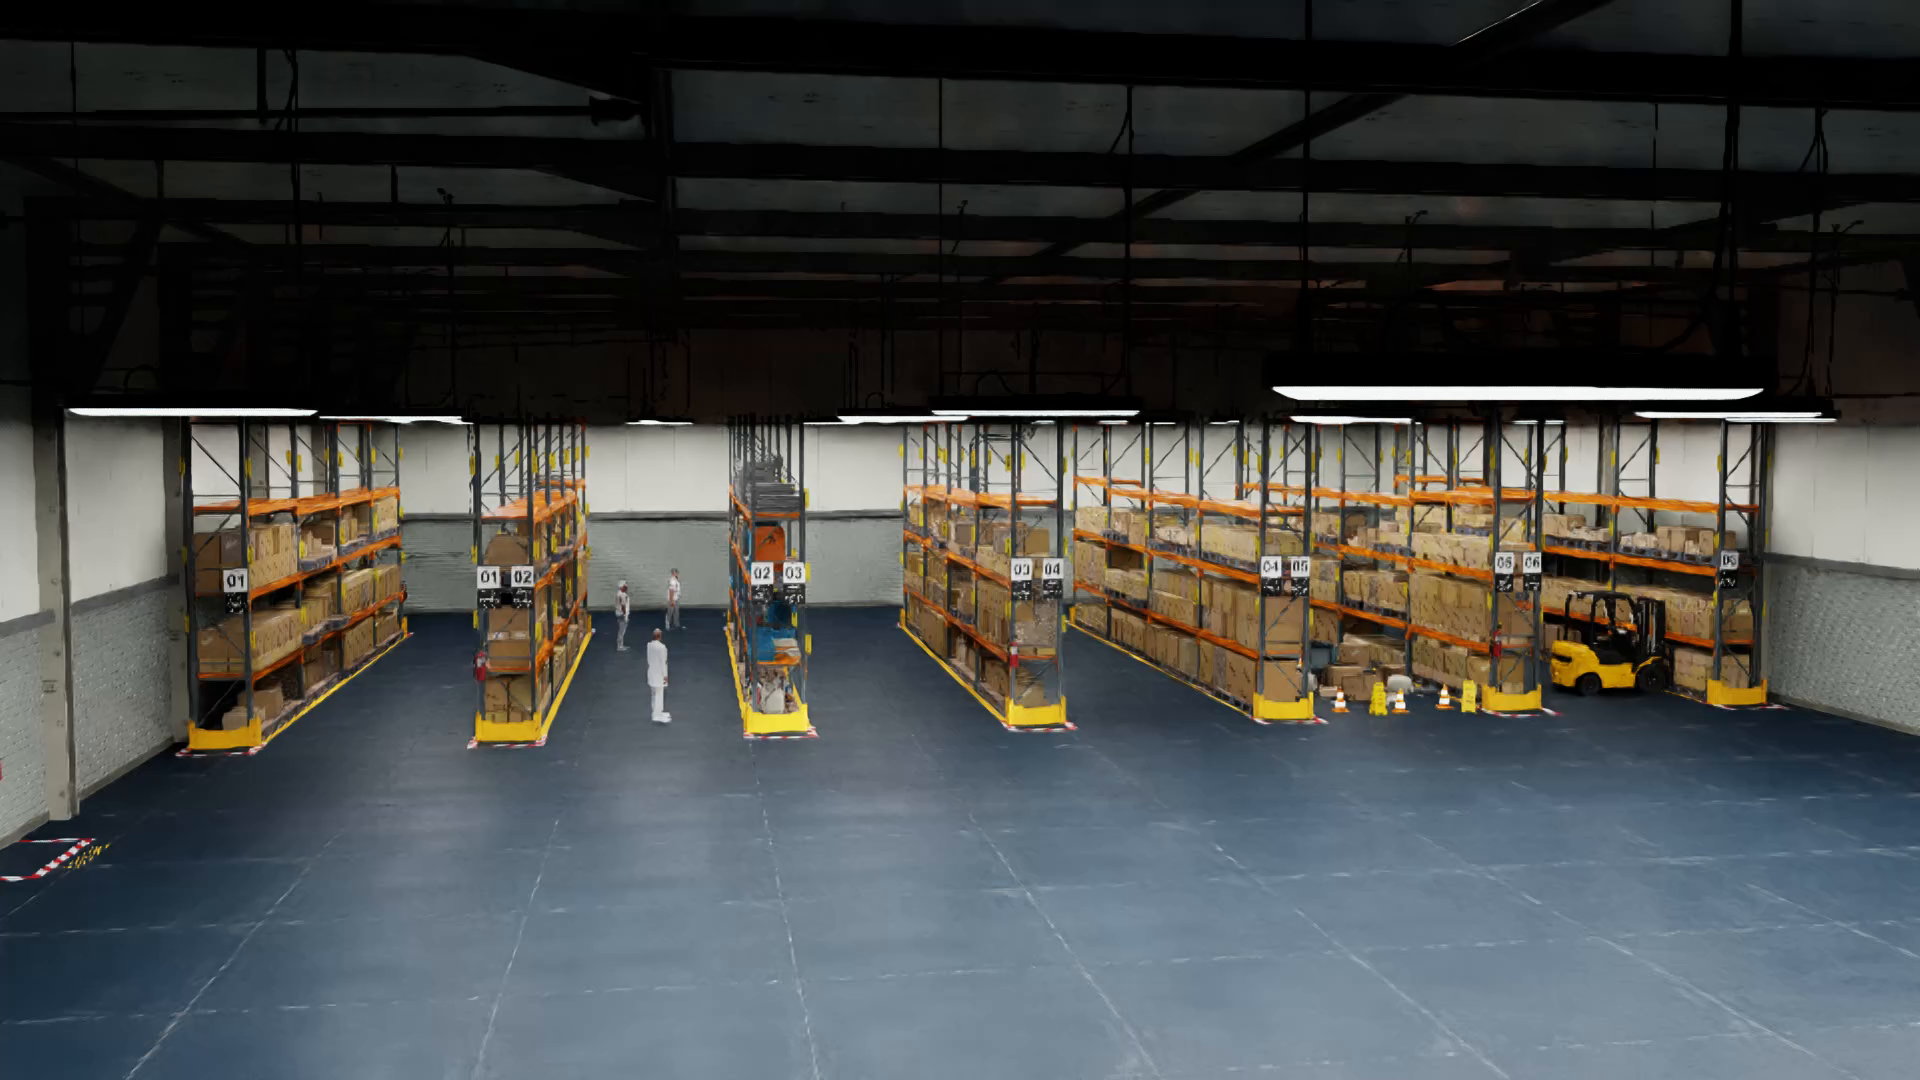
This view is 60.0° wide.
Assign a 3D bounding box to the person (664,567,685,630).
[{"bbox_3d":[-8.081,1.657,46.954,0.515,1.740,0.646,0,4,2],"label":"person"}]

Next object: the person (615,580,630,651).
[{"bbox_3d":[-8.613,1.920,42.529,0.392,1.785,0.662,-2,4,-23],"label":"person"}]

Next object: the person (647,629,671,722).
[{"bbox_3d":[-5.834,2.615,32.366,0.505,1.788,0.629,-3,5,-39],"label":"person"}]
